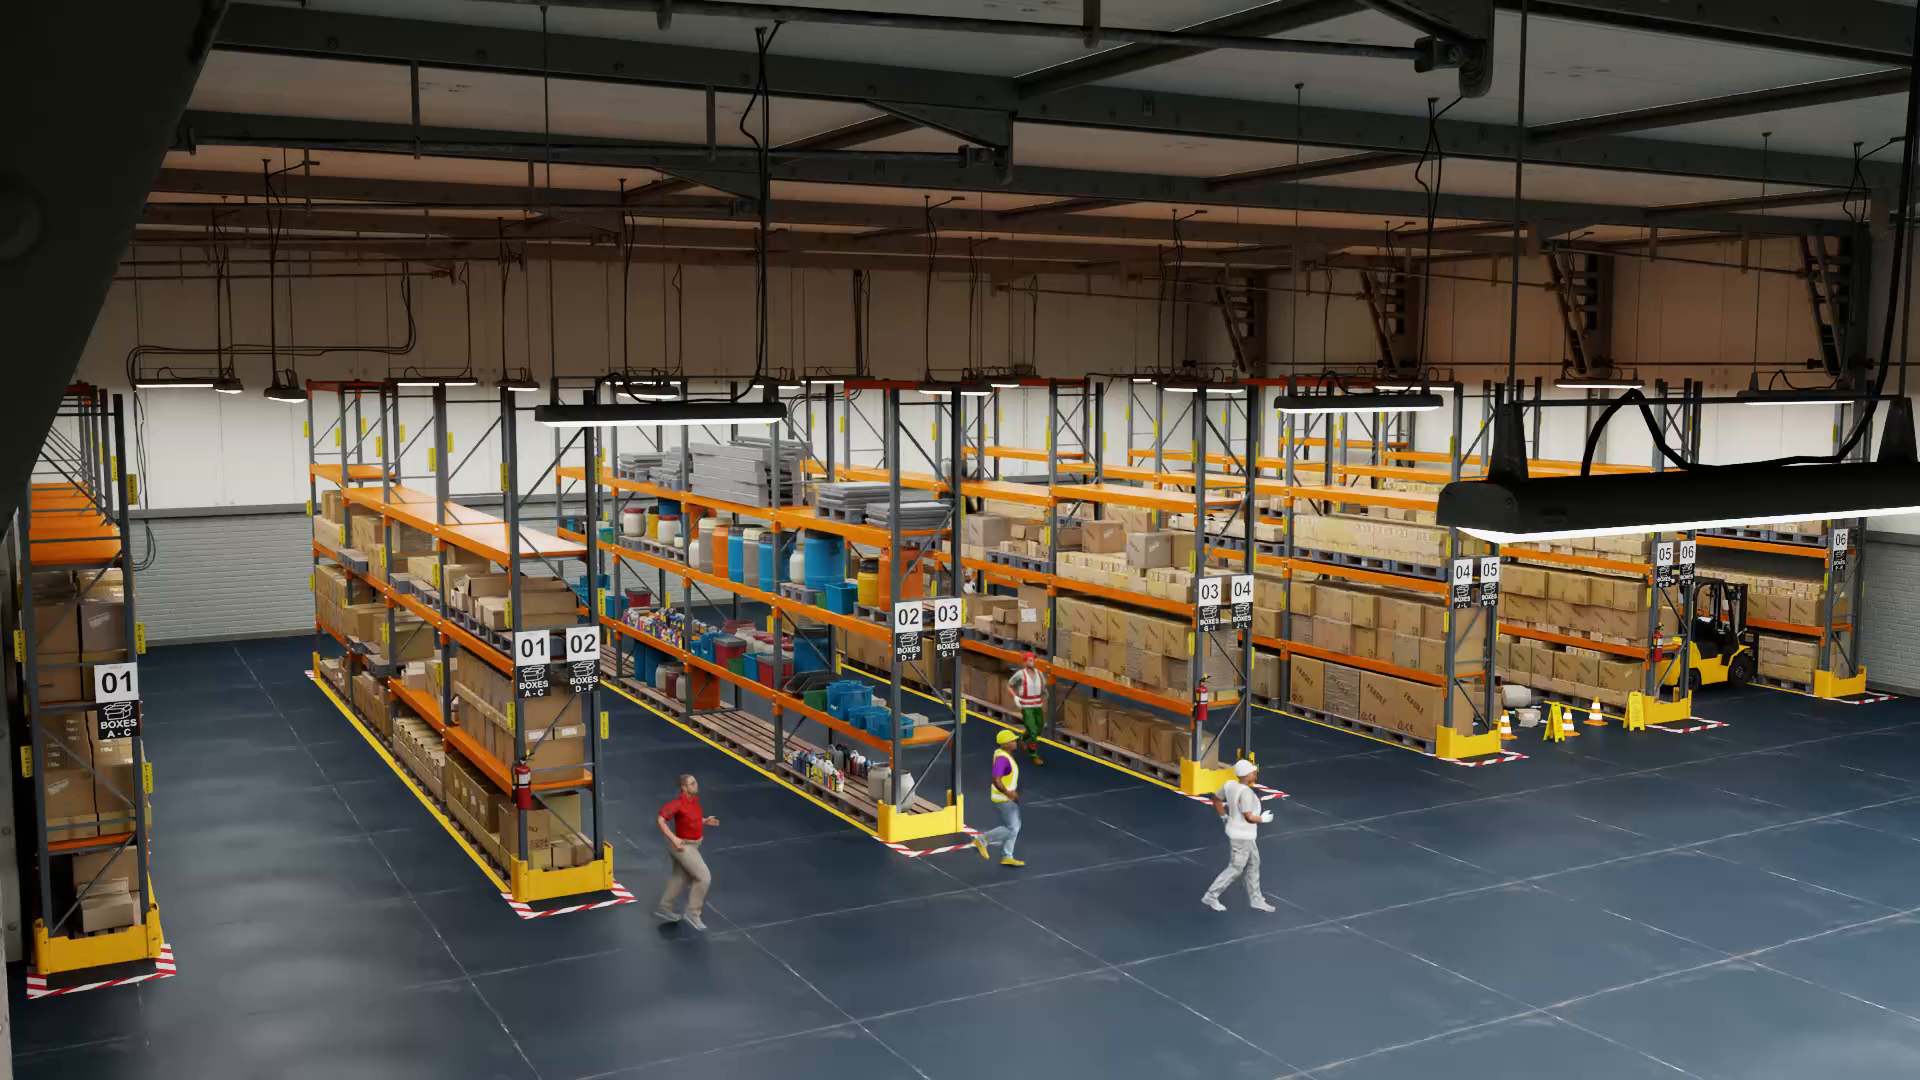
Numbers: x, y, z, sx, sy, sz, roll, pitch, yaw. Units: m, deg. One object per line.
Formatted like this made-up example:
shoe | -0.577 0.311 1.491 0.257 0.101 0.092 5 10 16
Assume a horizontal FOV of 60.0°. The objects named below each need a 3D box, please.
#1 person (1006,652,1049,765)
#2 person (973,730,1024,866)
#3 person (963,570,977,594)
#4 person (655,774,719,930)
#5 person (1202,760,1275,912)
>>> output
person | 1.101 2.650 26.421 0.669 1.760 0.868 -3 7 -30
person | 0.485 3.255 20.957 0.654 1.750 0.717 0 6 -4
person | 0.170 1.490 37.768 0.552 1.647 0.661 -3 7 -27
person | -3.078 3.509 18.704 0.733 1.796 0.648 0 6 3
person | 3.213 3.413 19.050 0.894 1.808 0.667 0 6 -3
